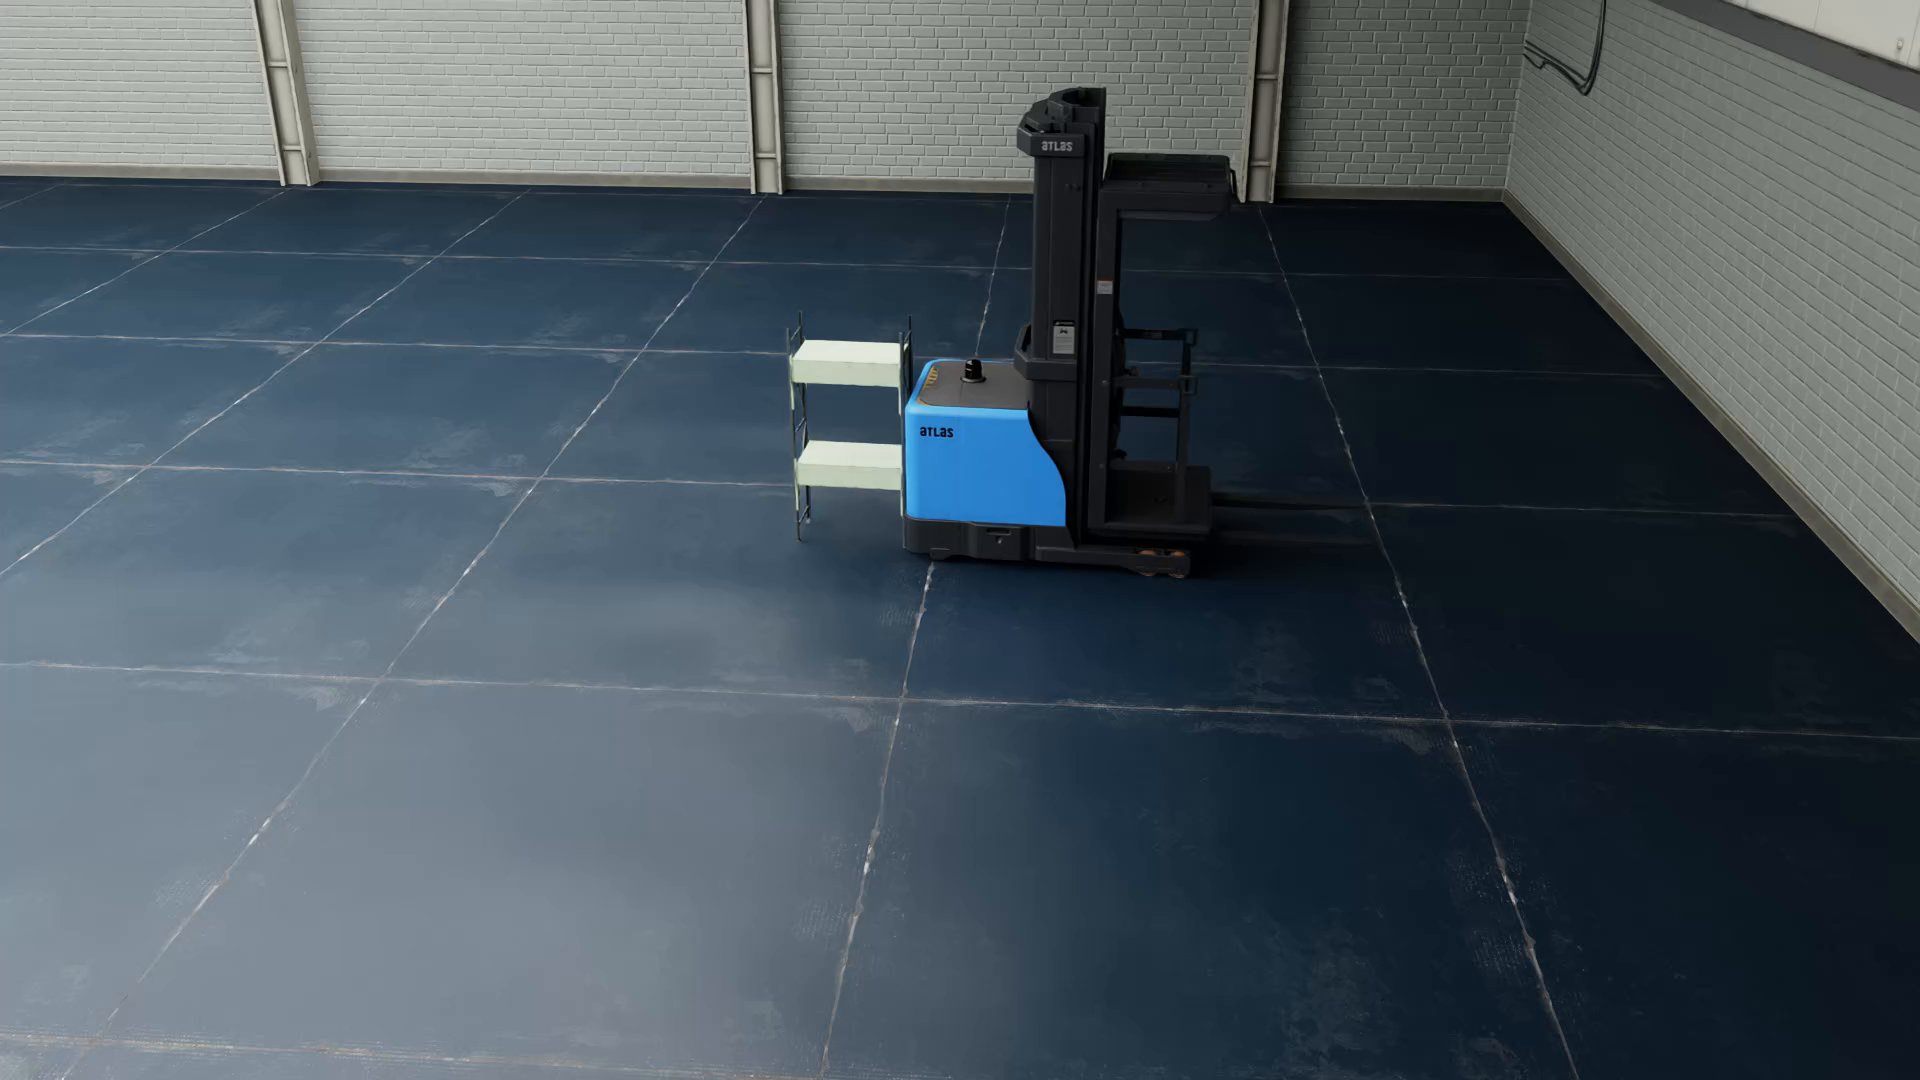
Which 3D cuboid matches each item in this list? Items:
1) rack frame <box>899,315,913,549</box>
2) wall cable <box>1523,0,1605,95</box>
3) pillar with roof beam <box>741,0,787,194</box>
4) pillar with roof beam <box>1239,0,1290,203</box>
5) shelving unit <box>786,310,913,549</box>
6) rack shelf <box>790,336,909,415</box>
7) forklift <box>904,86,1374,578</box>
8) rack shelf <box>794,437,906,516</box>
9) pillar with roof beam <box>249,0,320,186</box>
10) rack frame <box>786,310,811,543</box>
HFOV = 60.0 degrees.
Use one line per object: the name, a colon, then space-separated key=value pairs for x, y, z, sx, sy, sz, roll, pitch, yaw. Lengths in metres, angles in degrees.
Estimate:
rack frame: x=-0.346 y=-0.707 z=10.991 sx=0.023 sy=1.500 sz=0.400 roll=3 pitch=25 yaw=7
wall cable: x=6.445 y=-6.178 z=17.626 sx=0.112 sy=2.526 sz=3.097 roll=2 pitch=25 yaw=4
pillar with roof beam: x=-2.704 y=-6.632 z=14.898 sx=0.400 sy=9.000 sz=9.100 roll=2 pitch=25 yaw=4
pillar with roof beam: x=3.279 y=-6.440 z=14.481 sx=0.400 sy=9.000 sz=9.100 roll=2 pitch=25 yaw=4
shelving unit: x=-0.709 y=-0.726 z=11.034 sx=0.755 sy=1.500 sz=0.431 roll=3 pitch=25 yaw=7
rack shelf: x=-0.709 y=-1.081 z=10.871 sx=0.720 sy=0.370 sz=0.431 roll=3 pitch=25 yaw=7
forklift: x=1.193 y=-1.323 z=10.618 sx=3.031 sy=2.935 sz=1.130 roll=3 pitch=25 yaw=7
rack shelf: x=-0.709 y=-0.430 z=11.171 sx=0.720 sy=0.370 sz=0.431 roll=3 pitch=25 yaw=7
pillar with roof beam: x=-8.686 y=-6.824 z=15.315 sx=0.400 sy=9.000 sz=9.100 roll=2 pitch=25 yaw=4
rack frame: x=-1.072 y=-0.746 z=11.078 sx=0.023 sy=1.500 sz=0.400 roll=3 pitch=25 yaw=7
